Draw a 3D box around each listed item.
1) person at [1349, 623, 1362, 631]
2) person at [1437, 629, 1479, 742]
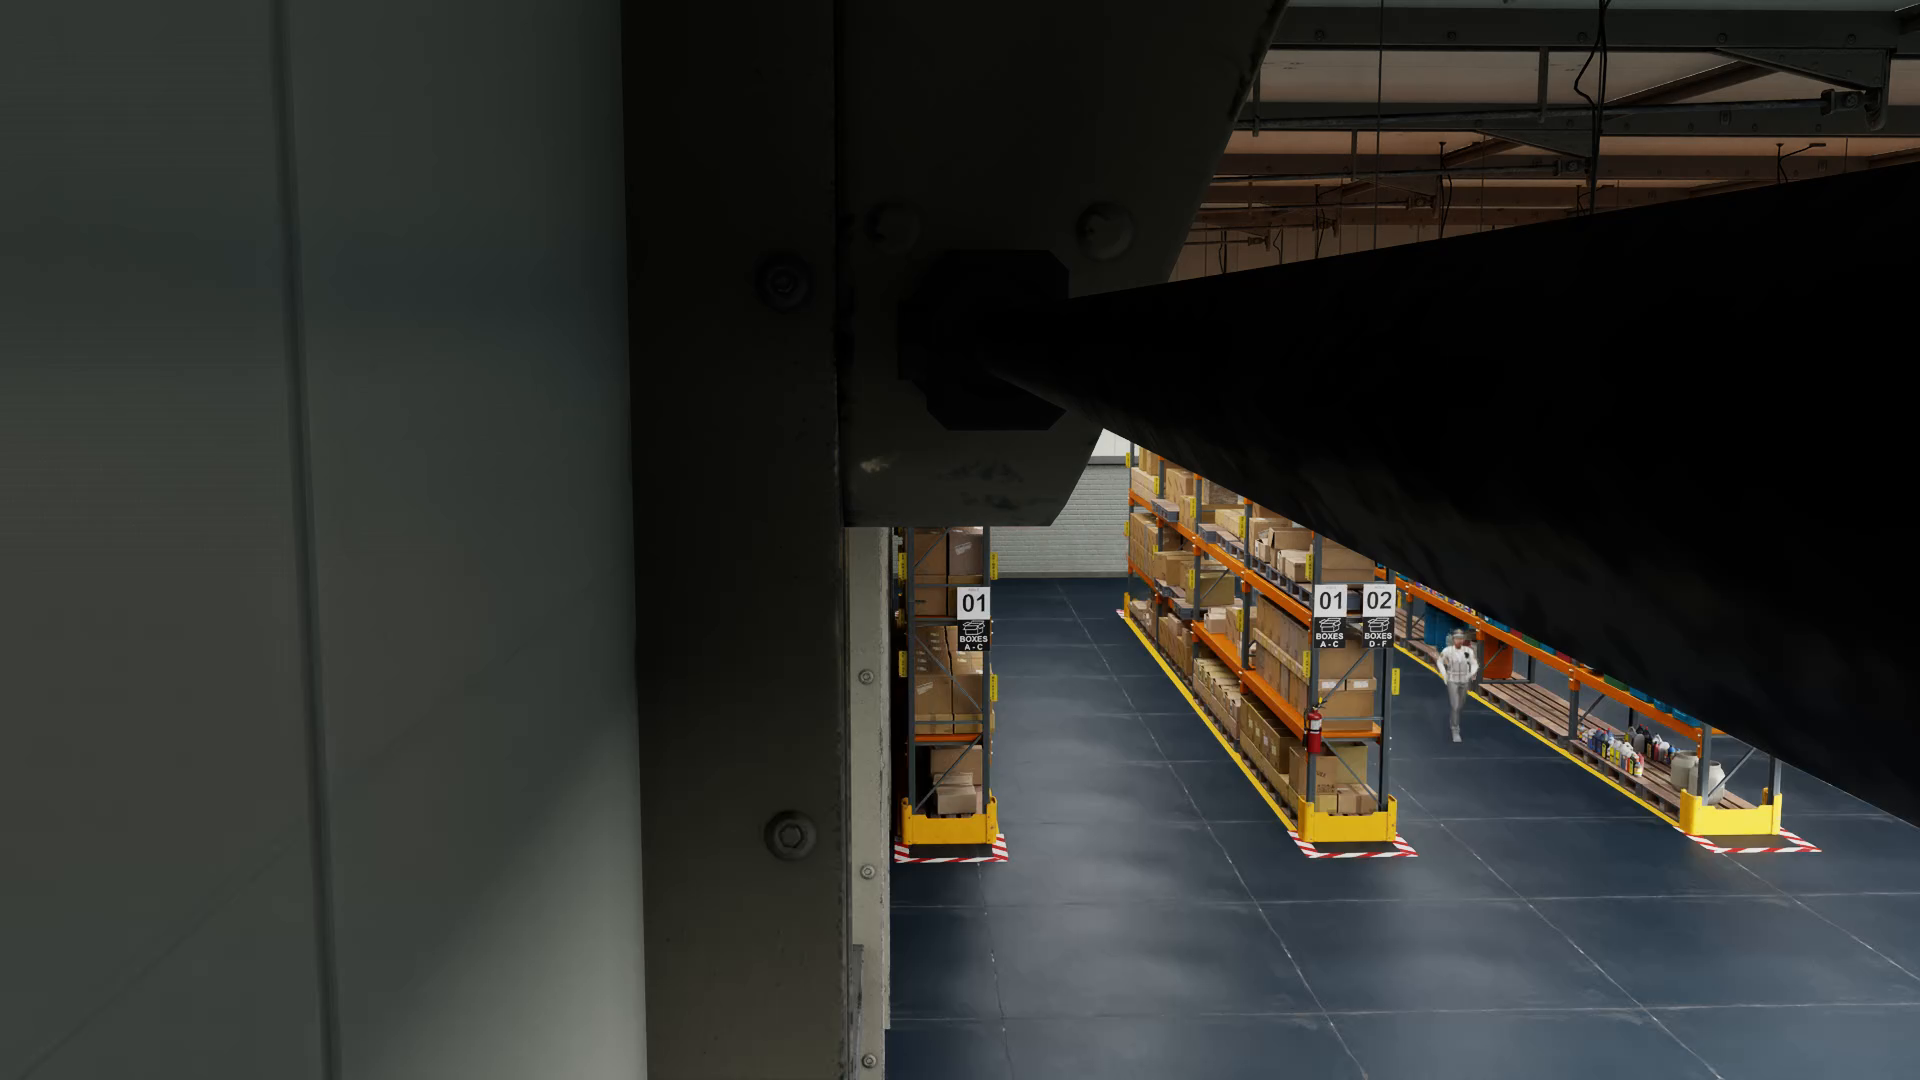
[{"bbox_3d":[7.211,1.543,30.594,0.643,1.740,0.582,-1,7,-10],"label":"person"},{"bbox_3d":[7.627,2.198,25.674,0.502,1.705,0.822,1,7,4],"label":"person"}]
